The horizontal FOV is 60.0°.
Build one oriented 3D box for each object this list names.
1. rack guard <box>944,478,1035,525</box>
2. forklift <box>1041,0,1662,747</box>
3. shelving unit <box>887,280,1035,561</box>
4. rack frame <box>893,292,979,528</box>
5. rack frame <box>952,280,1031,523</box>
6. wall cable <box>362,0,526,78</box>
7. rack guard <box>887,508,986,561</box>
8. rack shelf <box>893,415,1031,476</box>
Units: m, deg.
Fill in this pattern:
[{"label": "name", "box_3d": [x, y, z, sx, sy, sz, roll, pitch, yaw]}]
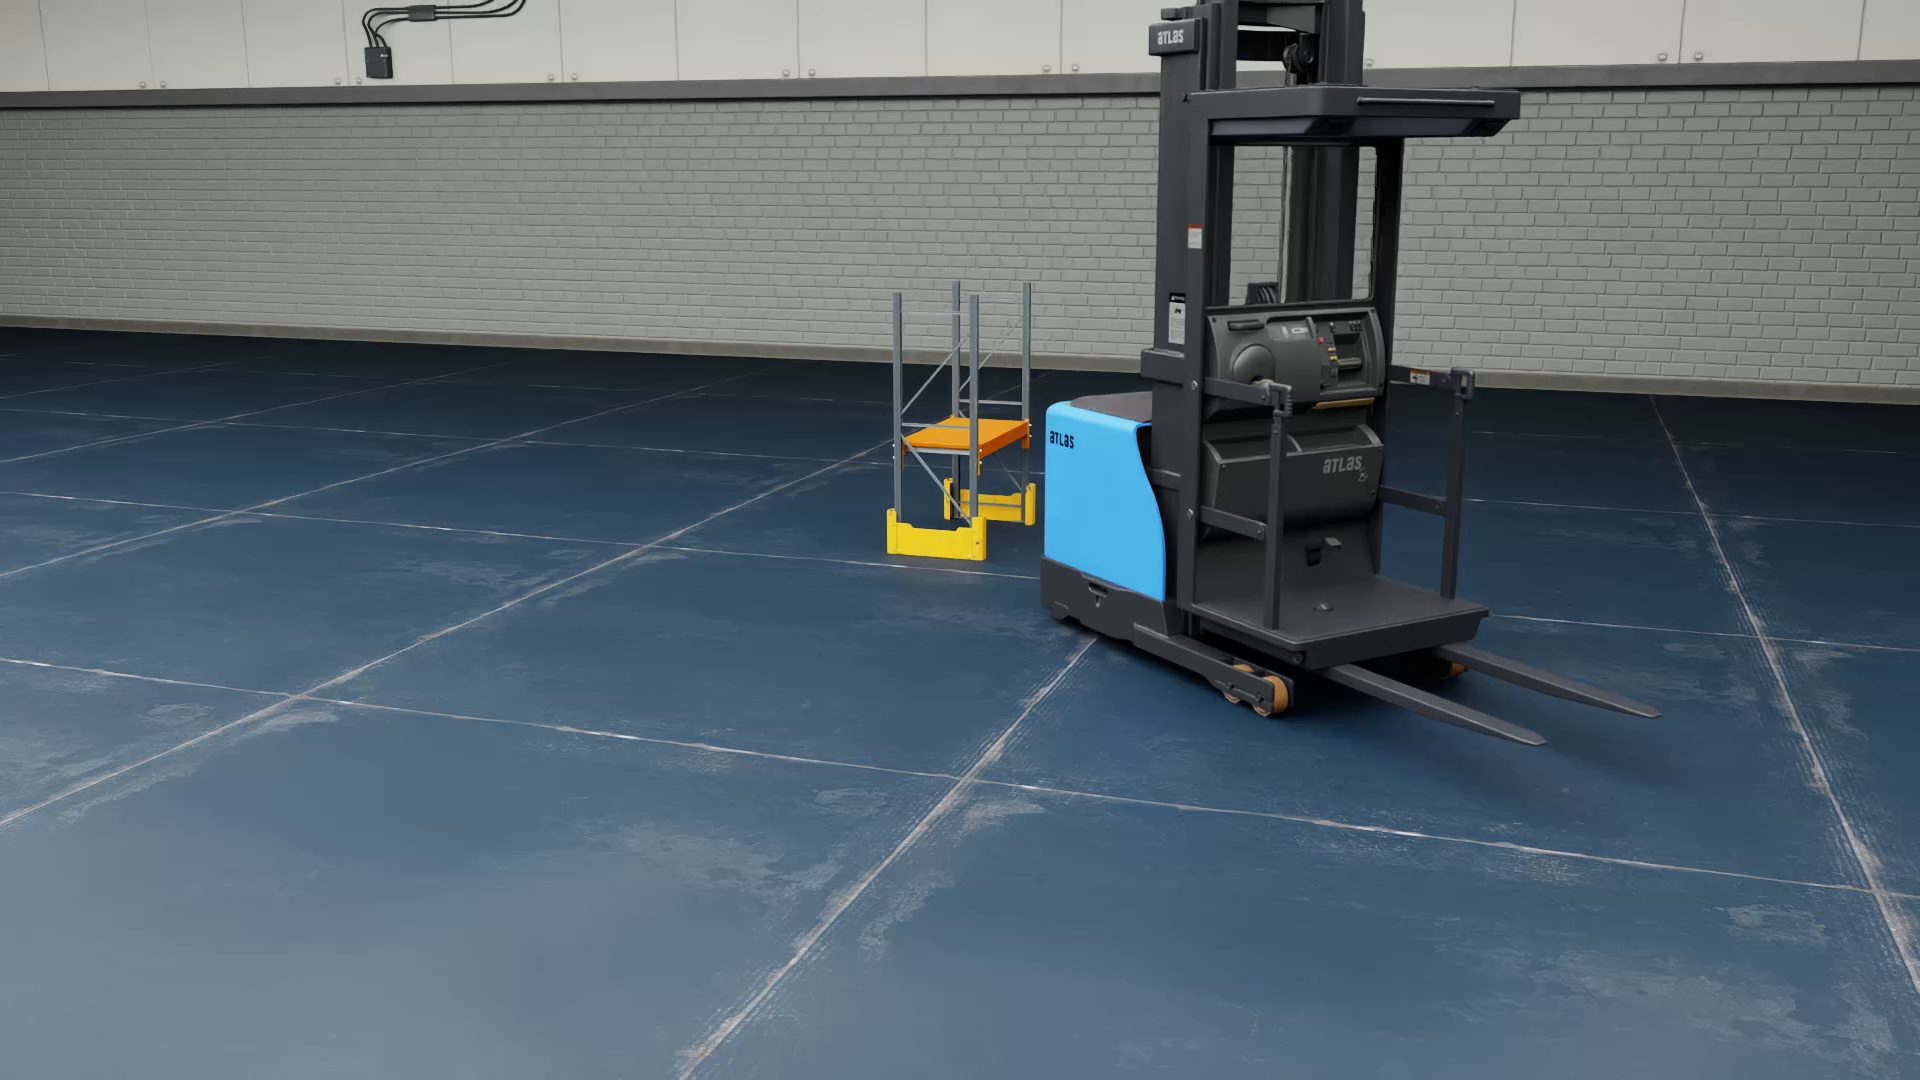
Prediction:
[{"label": "rack guard", "box_3d": [0.186, -0.243, 10.490, 0.587, 0.250, 0.087, 4, 14, 18]}, {"label": "forklift", "box_3d": [1.566, -0.822, 7.001, 1.130, 2.935, 3.031, -7, 15, -29]}, {"label": "shelving unit", "box_3d": [0.025, -0.747, 9.891, 0.587, 1.500, 1.083, 4, 14, 18]}, {"label": "rack frame", "box_3d": [-0.137, -0.642, 9.431, 0.500, 1.500, 0.032, 4, 14, 18]}, {"label": "rack frame", "box_3d": [0.192, -0.856, 10.369, 0.500, 1.500, 0.032, 4, 14, 18]}, {"label": "wall cable", "box_3d": [-6.060, -8.432, 19.066, 2.305, 6.003, 0.169, 4, 14, 18]}, {"label": "rack guard", "box_3d": [-0.136, -0.033, 9.571, 0.587, 0.250, 0.087, 4, 14, 18]}, {"label": "rack shelf", "box_3d": [0.028, -0.574, 9.940, 0.538, 0.185, 1.000, 4, 14, 18]}]
